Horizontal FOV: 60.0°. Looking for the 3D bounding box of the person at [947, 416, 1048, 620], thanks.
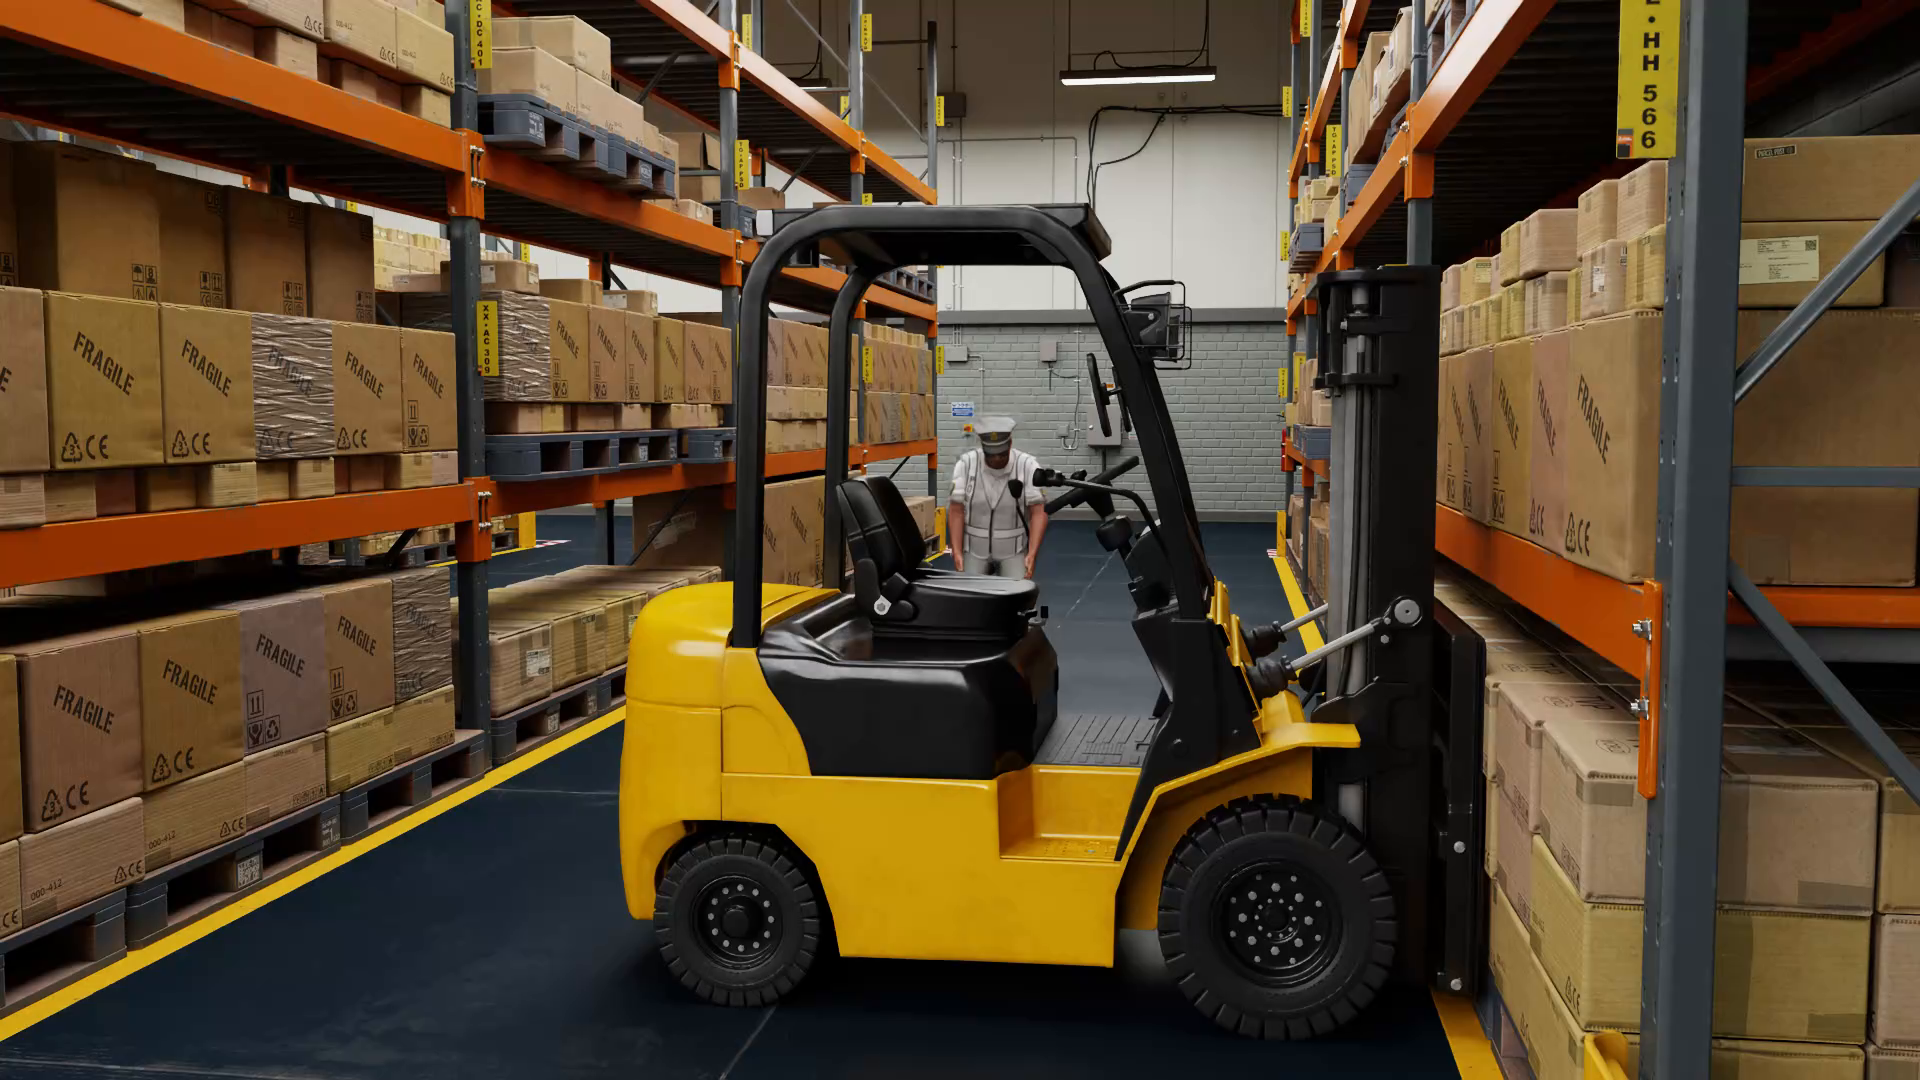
[{"bbox_3d":[0.223,0.085,9.603,0.581,1.594,0.658,1,4,9],"label":"person"}]
